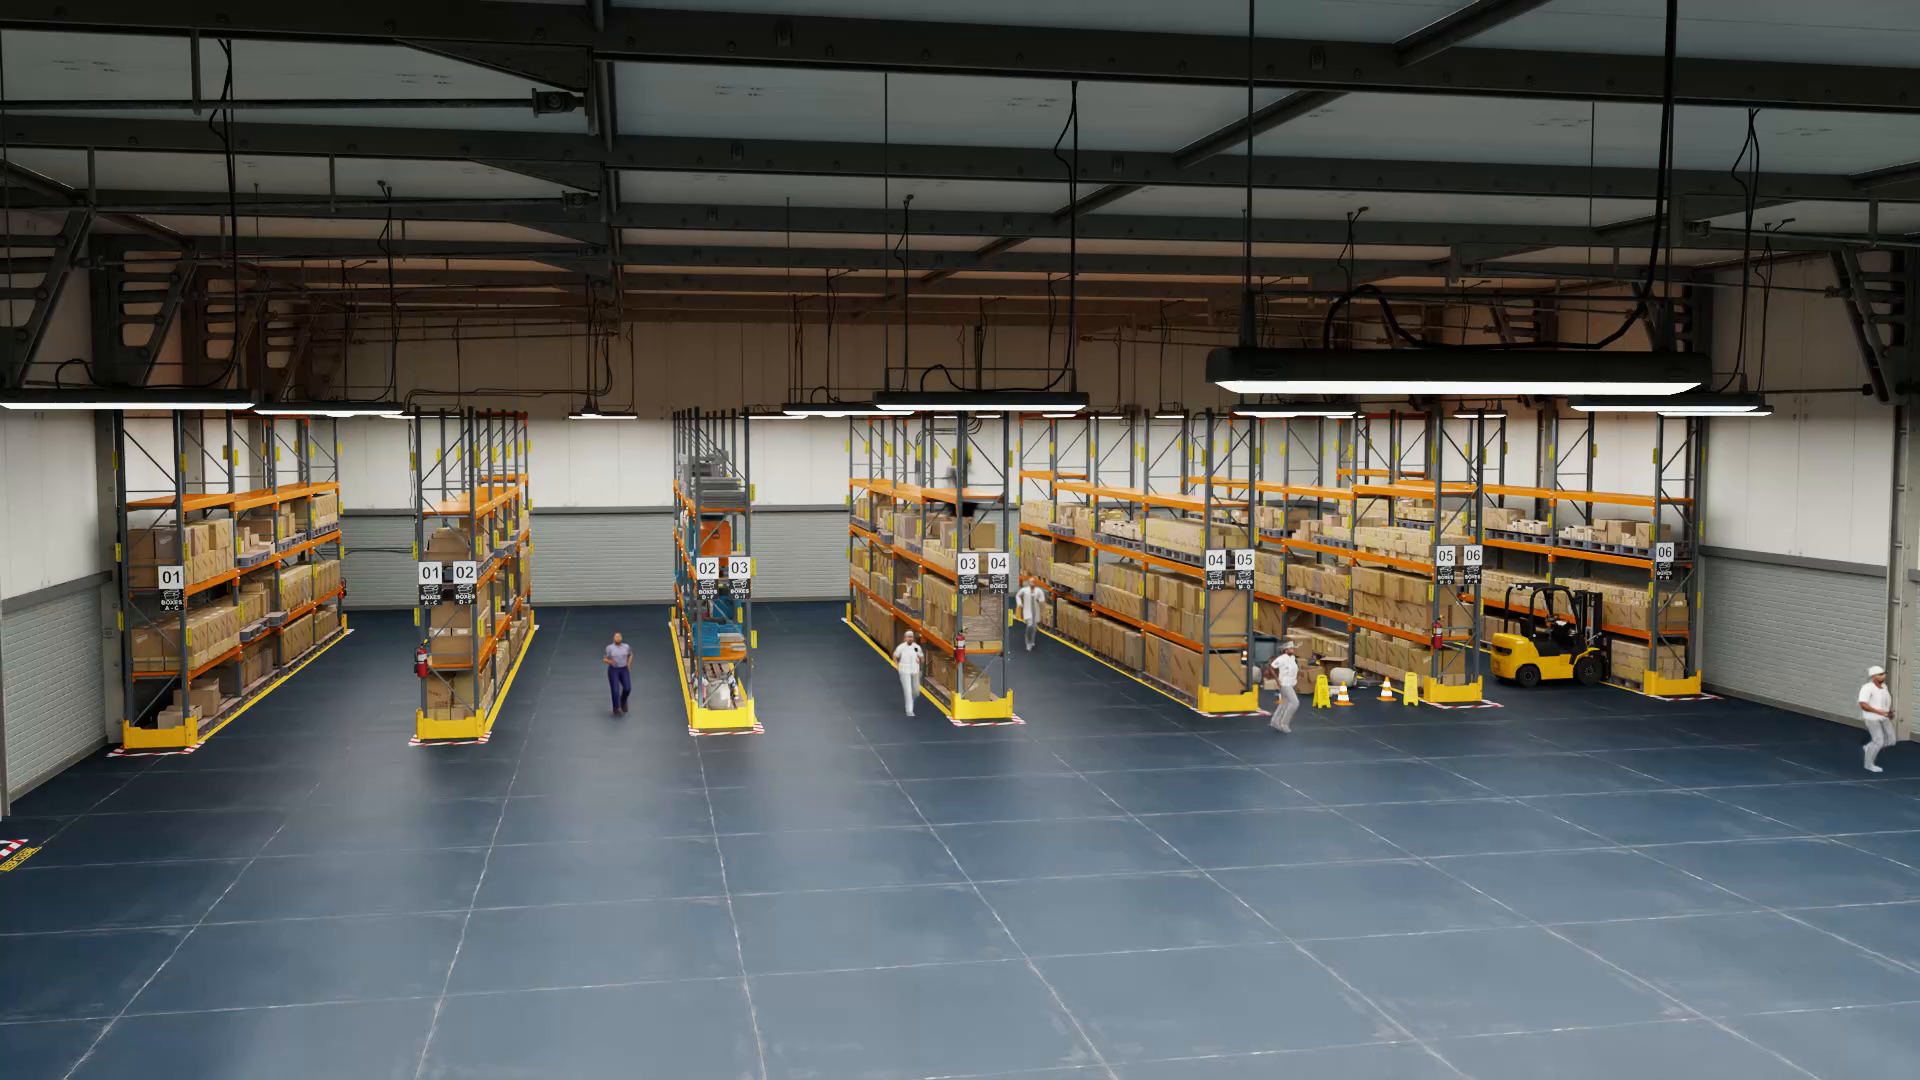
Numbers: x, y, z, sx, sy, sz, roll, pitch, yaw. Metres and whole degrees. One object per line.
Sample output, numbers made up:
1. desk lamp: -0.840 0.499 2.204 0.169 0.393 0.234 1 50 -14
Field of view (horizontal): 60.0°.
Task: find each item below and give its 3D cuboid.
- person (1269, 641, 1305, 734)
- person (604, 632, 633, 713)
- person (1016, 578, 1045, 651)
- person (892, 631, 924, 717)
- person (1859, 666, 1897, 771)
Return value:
1. person: 6.035 2.703 30.680 0.706 1.724 0.552 3 5 40
2. person: -6.648 2.603 32.478 0.591 1.618 0.576 -2 4 -21
3. person: 1.803 1.866 41.878 0.674 1.843 0.820 -1 4 -13
4. person: -0.995 2.591 32.505 0.620 1.635 0.843 -1 4 -16
5. person: 15.043 2.926 27.240 0.698 1.723 0.579 -2 5 -27
